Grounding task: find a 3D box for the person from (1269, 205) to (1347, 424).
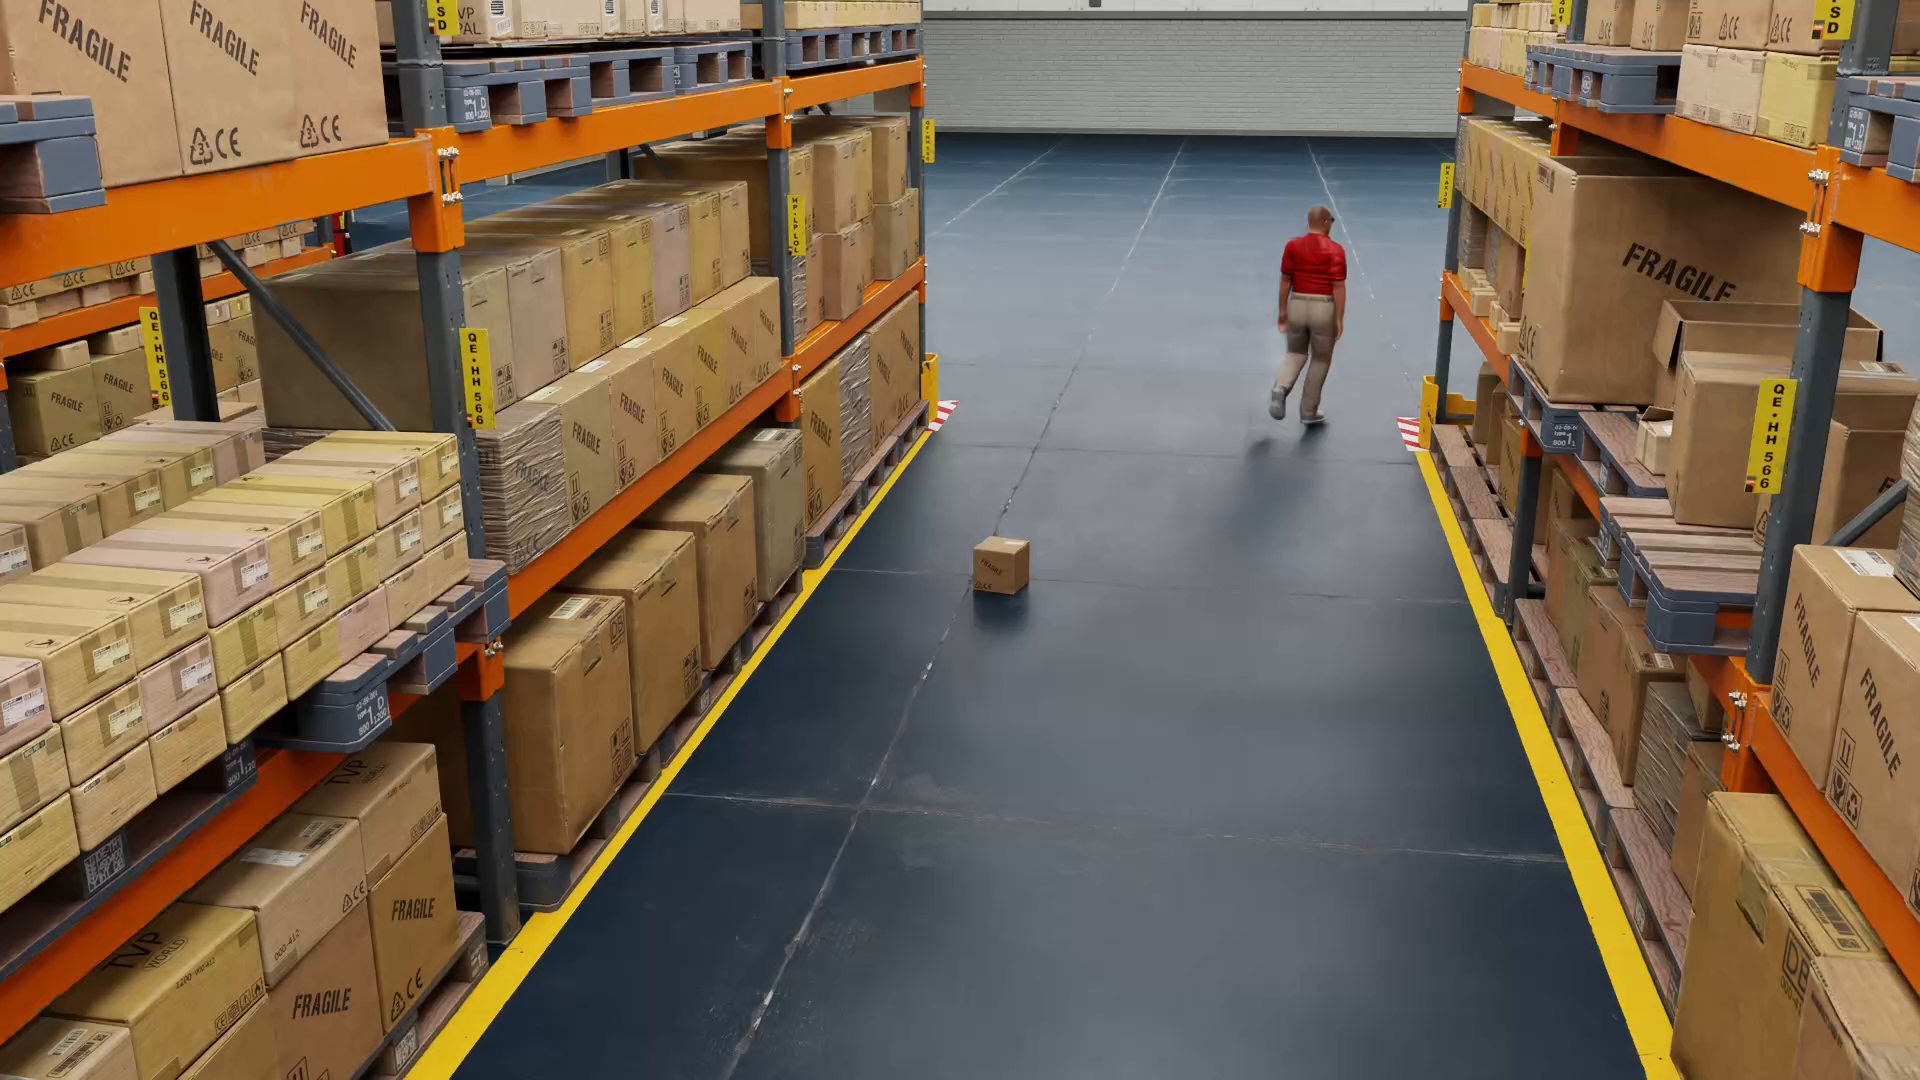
[{"bbox_3d":[2.727,-1.741,12.940,0.571,1.717,0.556,13,22,34],"label":"person"}]
